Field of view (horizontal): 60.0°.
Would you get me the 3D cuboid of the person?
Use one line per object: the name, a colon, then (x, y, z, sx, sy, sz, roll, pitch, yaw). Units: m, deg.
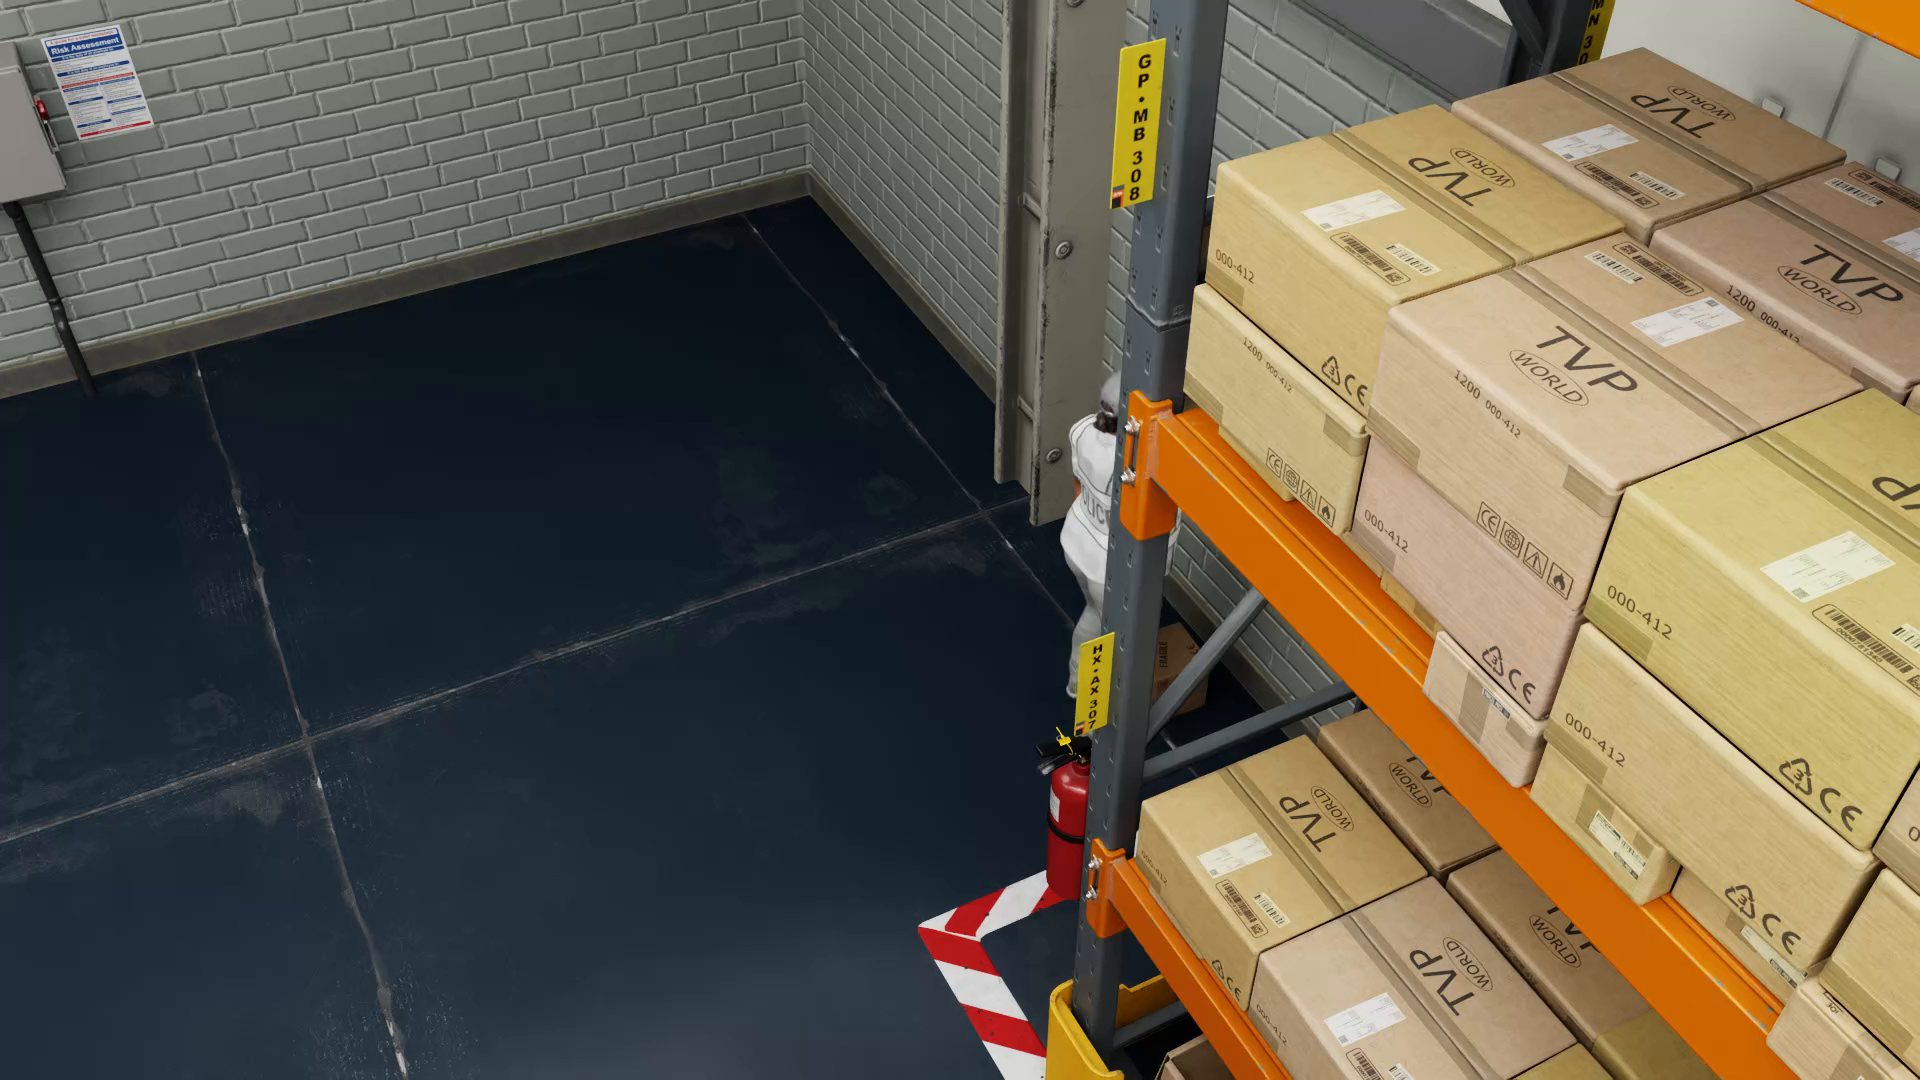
person: (0.584, 0.063, 6.090, 0.397, 1.662, 0.471, -18, 45, -19)
